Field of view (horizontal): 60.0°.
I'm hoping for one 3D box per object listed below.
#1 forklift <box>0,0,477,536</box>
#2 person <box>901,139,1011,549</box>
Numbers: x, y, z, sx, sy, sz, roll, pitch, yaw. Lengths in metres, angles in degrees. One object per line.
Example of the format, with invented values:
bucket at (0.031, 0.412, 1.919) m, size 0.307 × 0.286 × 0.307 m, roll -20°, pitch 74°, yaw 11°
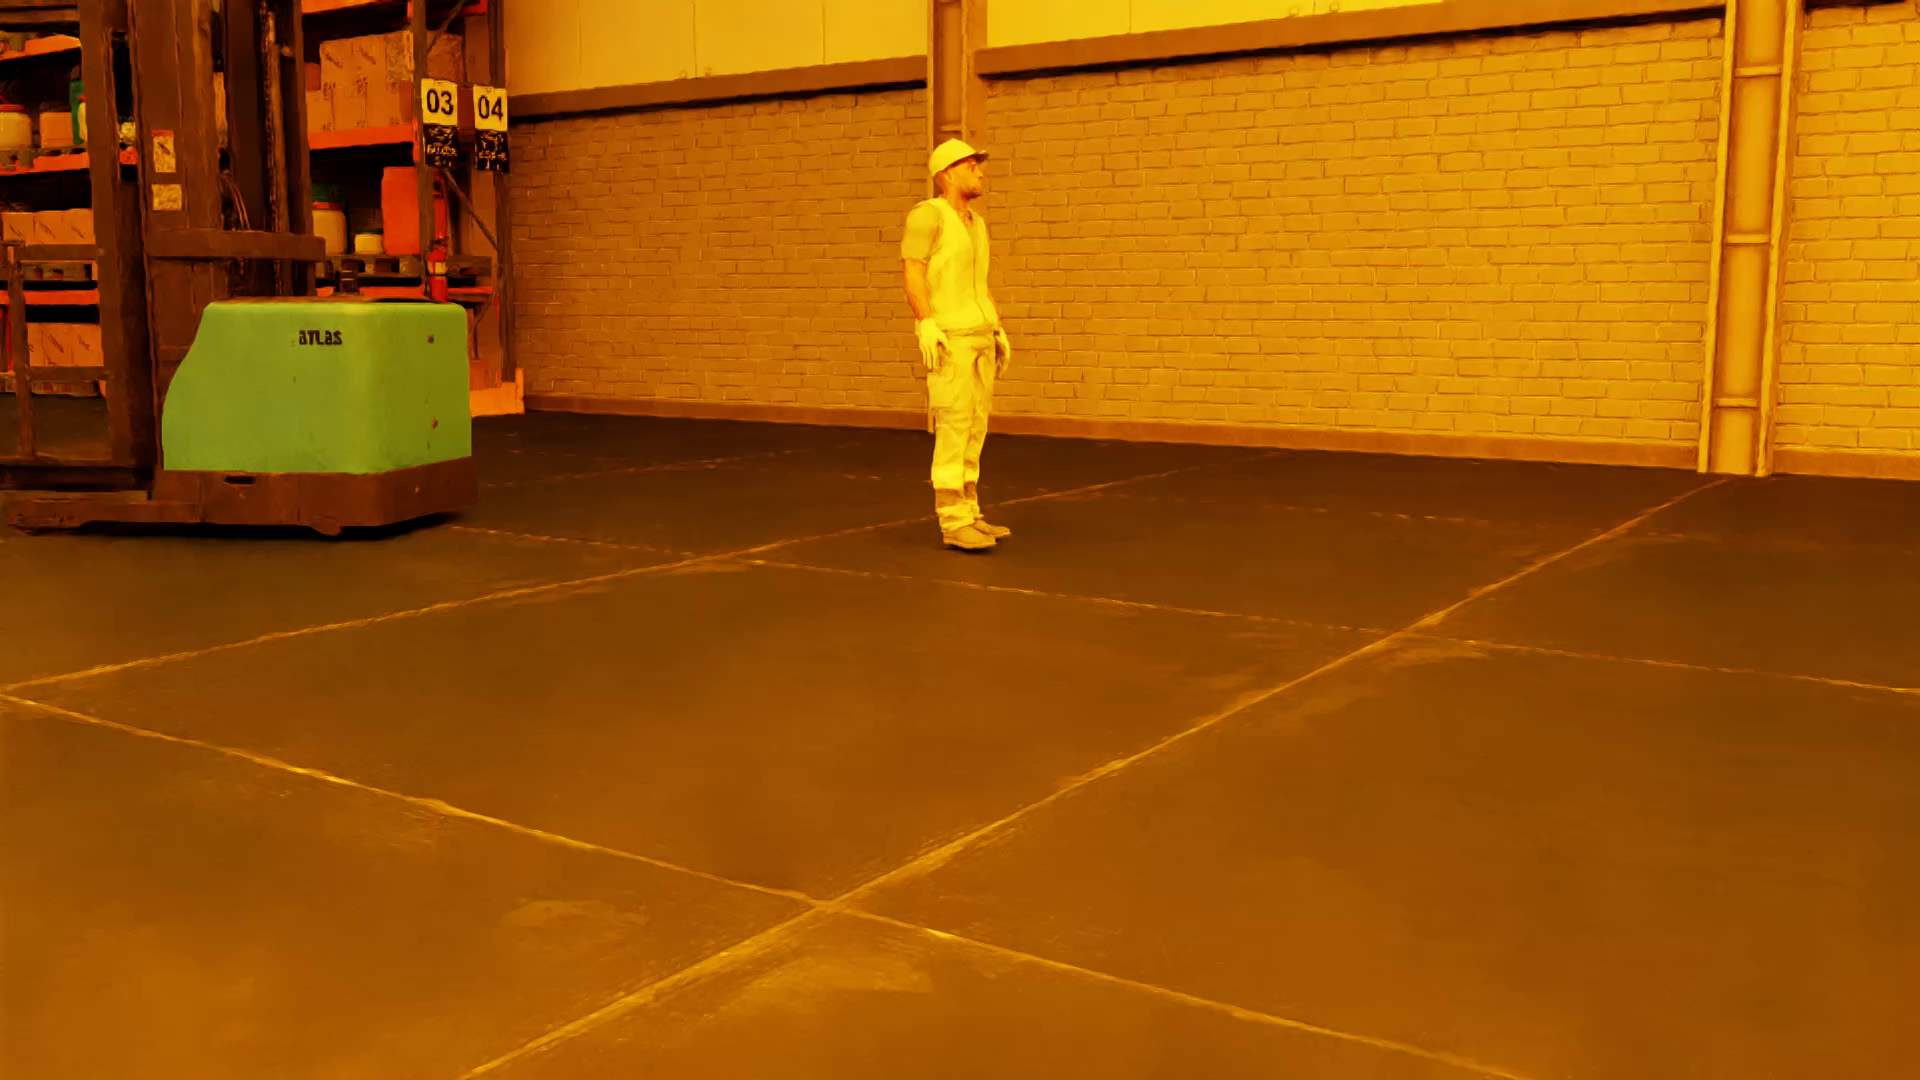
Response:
forklift at (-4.015, -1.548, 8.080) m, size 3.031 × 2.935 × 1.130 m, roll 2°, pitch 8°, yaw 11°
person at (0.060, -0.885, 7.423) m, size 0.563 × 1.787 × 0.637 m, roll 5°, pitch 10°, yaw 34°
